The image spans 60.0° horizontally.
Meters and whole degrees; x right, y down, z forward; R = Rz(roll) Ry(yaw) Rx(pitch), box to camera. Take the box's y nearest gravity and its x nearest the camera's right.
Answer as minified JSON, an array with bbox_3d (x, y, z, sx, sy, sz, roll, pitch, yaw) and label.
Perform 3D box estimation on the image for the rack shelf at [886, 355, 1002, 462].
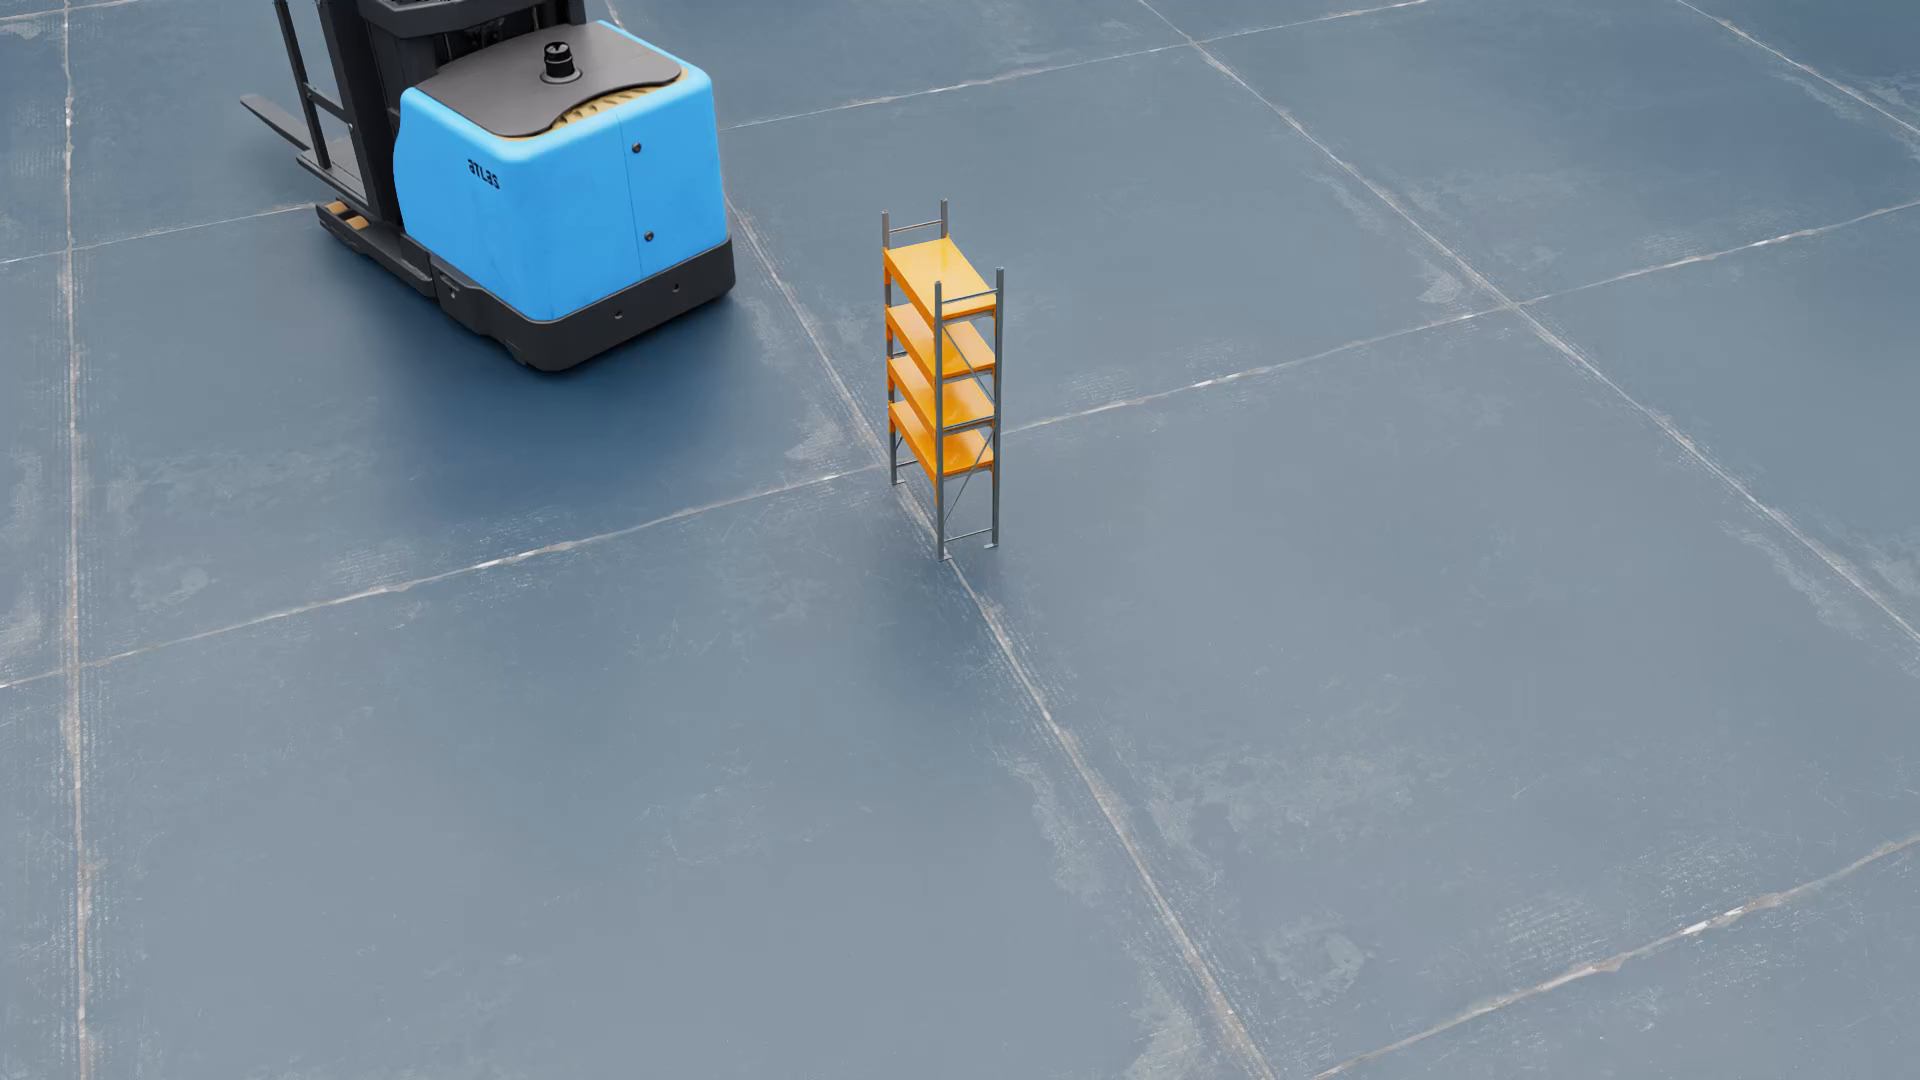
[{"bbox_3d":[-0.063,-0.504,6.019,0.258,0.148,0.480,-15,43,-17],"label":"rack shelf"}]

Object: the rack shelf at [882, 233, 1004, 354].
[{"bbox_3d":[-0.063,-0.853,5.719,0.258,0.148,0.480,-15,43,-17],"label":"rack shelf"}]

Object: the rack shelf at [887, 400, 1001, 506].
[{"bbox_3d":[-0.063,-0.353,6.148,0.258,0.148,0.480,-15,43,-17],"label":"rack shelf"}]

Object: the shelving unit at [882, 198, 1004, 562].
[{"bbox_3d":[-0.063,-0.555,5.975,0.258,1.200,0.503,-15,43,-17],"label":"shelving unit"}]

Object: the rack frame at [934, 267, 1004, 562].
[{"bbox_3d":[0.030,-0.408,5.804,0.240,1.200,0.015,-15,43,-17],"label":"rack frame"}]

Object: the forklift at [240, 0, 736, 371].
[{"bbox_3d":[-2.405,-2.675,7.113,1.130,2.935,3.031,-33,50,-32],"label":"forklift"}]

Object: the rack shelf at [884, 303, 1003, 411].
[{"bbox_3d":[-0.063,-0.673,5.873,0.258,0.148,0.480,-15,43,-17],"label":"rack shelf"}]

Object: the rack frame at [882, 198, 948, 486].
[{"bbox_3d":[-0.157,-0.702,6.146,0.240,1.200,0.015,-15,43,-17],"label":"rack frame"}]
